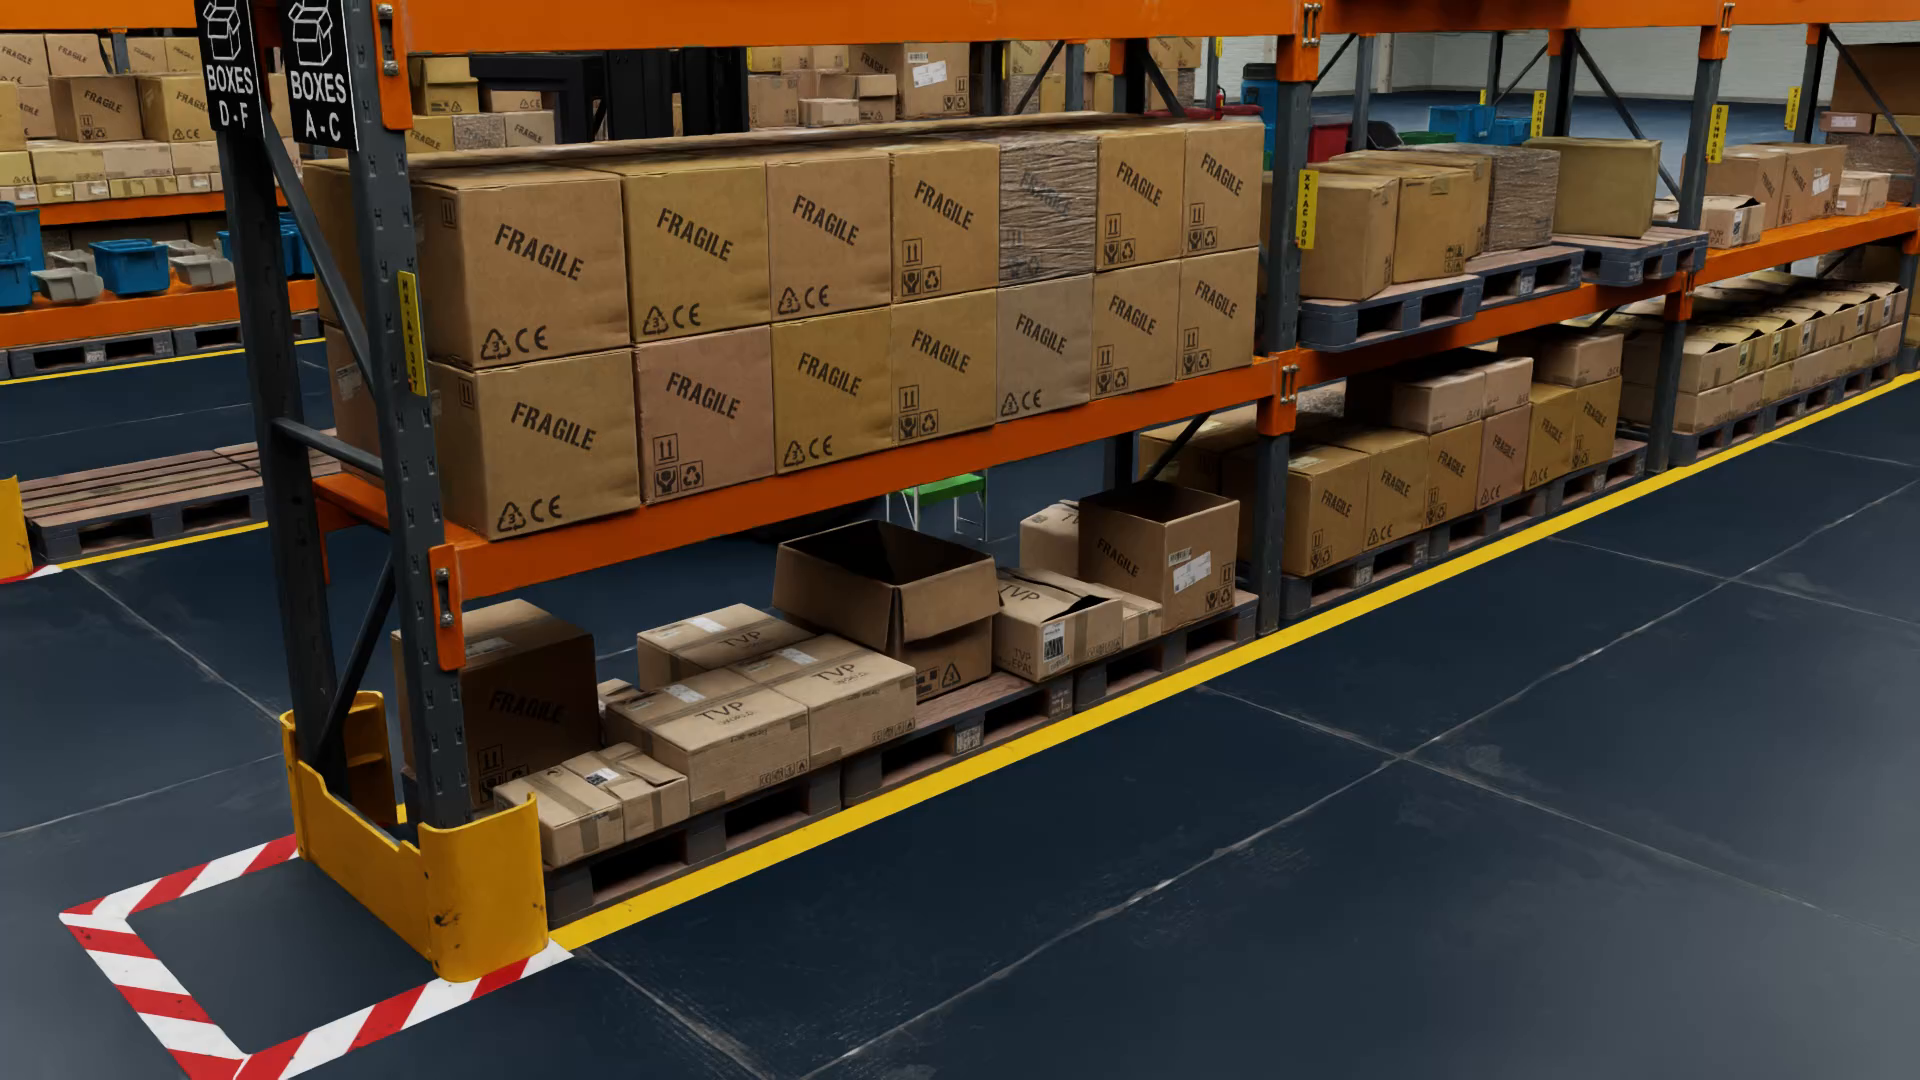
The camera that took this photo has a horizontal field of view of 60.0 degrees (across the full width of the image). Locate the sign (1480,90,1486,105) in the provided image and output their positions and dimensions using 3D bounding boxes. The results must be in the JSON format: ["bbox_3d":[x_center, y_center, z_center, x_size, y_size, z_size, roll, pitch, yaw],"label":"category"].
[{"bbox_3d":[6.026,-5.013,19.133,0.005,0.325,0.100,-16,24,-41],"label":"sign"}]

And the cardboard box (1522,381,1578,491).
[{"bbox_3d":[3.093,-0.611,9.344,0.500,0.500,0.500,17,24,42],"label":"cardboard box"}]

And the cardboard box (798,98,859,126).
[{"bbox_3d":[-1.440,-4.604,17.882,0.500,0.250,0.500,17,25,42],"label":"cardboard box"}]

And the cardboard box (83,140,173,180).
[{"bbox_3d":[-6.607,-3.023,13.207,0.500,0.250,0.500,-16,24,-40],"label":"cardboard box"}]

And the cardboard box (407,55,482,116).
[{"bbox_3d":[-4.757,-4.129,15.067,0.637,0.503,0.797,-16,24,-40],"label":"cardboard box"}]

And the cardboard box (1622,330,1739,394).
[{"bbox_3d":[4.570,-1.154,10.550,0.500,0.311,0.500,-15,23,-39],"label":"cardboard box"}]

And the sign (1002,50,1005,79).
[{"bbox_3d":[0.475,-5.446,19.042,0.005,0.325,0.100,-16,24,-41],"label":"sign"}]

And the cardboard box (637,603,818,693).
[{"bbox_3d":[-0.888,0.478,6.391,0.500,0.250,0.500,-16,24,-41],"label":"cardboard box"}]

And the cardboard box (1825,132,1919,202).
[{"bbox_3d":[7.213,-2.941,13.031,0.500,0.500,0.700,-17,25,-42],"label":"cardboard box"}]

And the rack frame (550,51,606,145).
[{"bbox_3d":[-2.319,-2.214,10.950,0.127,3.000,1.000,-16,24,-41],"label":"rack frame"}]

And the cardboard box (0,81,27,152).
[{"bbox_3d":[-7.358,-3.162,12.417,0.500,0.500,0.500,-17,25,-42],"label":"cardboard box"}]

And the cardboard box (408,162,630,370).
[{"bbox_3d":[-1.321,-0.814,4.847,0.500,0.500,0.500,-15,23,-39],"label":"cardboard box"}]

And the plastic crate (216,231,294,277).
[{"bbox_3d":[-3.863,-1.573,9.146,0.300,0.233,0.416,-16,24,-41],"label":"plastic crate"}]

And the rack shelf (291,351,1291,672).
[{"bbox_3d":[-0.372,-0.337,6.327,4.000,0.370,1.077,-16,24,-41],"label":"rack shelf"}]

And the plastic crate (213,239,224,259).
[{"bbox_3d":[-4.149,-1.672,9.610,0.250,0.136,0.298,-16,24,-41],"label":"plastic crate"}]

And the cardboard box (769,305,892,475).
[{"bbox_3d":[-0.583,-0.554,5.669,0.500,0.500,0.500,-16,24,-41],"label":"cardboard box"}]

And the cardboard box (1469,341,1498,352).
[{"bbox_3d":[3.461,-0.939,10.355,0.500,0.500,0.500,-15,23,-39],"label":"cardboard box"}]

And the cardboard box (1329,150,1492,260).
[{"bbox_3d":[2.323,-1.739,8.641,0.700,0.500,0.500,11,21,30],"label":"cardboard box"}]

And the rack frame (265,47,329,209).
[{"bbox_3d":[-5.722,-3.324,14.373,0.127,3.000,1.000,-16,24,-41],"label":"rack frame"}]

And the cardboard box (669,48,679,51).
[{"bbox_3d":[-3.972,-6.459,22.260,0.500,0.500,0.700,-17,24,-42],"label":"cardboard box"}]

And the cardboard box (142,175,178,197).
[{"bbox_3d":[-6.466,-2.848,13.313,0.250,0.149,0.380,-16,24,-40],"label":"cardboard box"}]

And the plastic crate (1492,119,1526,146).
[{"bbox_3d":[5.767,-4.377,17.861,0.408,0.251,0.499,-16,24,-41],"label":"plastic crate"}]

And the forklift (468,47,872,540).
[{"bbox_3d":[-1.988,-1.688,9.437,3.031,2.935,1.130,8,20,24],"label":"forklift"}]

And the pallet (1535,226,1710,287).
[{"bbox_3d":[3.544,-1.700,9.676,1.003,0.211,1.213,-16,24,-41],"label":"pallet"}]

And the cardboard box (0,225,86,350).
[{"bbox_3d":[-7.557,-2.012,13.090,0.875,0.875,0.875,-16,24,-41],"label":"cardboard box"}]

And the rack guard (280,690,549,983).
[{"bbox_3d":[-1.770,0.917,5.345,0.348,0.500,1.175,-16,24,-41],"label":"rack guard"}]

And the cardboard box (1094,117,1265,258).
[{"bbox_3d":[0.892,-1.461,6.845,0.500,0.500,0.500,-16,24,-41],"label":"cardboard box"}]

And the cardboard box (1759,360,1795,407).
[{"bbox_3d":[5.309,-1.106,11.309,0.500,0.250,0.500,-17,25,-42],"label":"cardboard box"}]

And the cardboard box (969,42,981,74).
[{"bbox_3d":[0.229,-5.841,19.870,0.500,0.500,0.500,-16,24,-41],"label":"cardboard box"}]

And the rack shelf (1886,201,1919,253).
[{"bbox_3d":[8.348,-2.880,14.170,4.000,0.370,1.077,-16,24,-41],"label":"rack shelf"}]

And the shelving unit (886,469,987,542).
[{"bbox_3d":[-0.120,-0.536,8.691,0.503,1.200,0.258,-16,24,-41],"label":"shelving unit"}]

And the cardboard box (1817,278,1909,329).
[{"bbox_3d":[6.797,-1.807,12.562,0.500,0.311,0.500,-16,24,-41],"label":"cardboard box"}]

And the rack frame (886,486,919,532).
[{"bbox_3d":[-0.298,-0.484,8.532,0.015,1.200,0.240,-16,24,-41],"label":"rack frame"}]

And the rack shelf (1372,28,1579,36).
[{"bbox_3d":[4.947,-5.418,17.134,4.000,0.370,1.077,-16,24,-41],"label":"rack shelf"}]

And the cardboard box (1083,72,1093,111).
[{"bbox_3d":[1.142,-5.516,20.491,0.500,0.500,0.875,-16,24,-41],"label":"cardboard box"}]

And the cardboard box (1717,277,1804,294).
[{"bbox_3d":[6.056,-1.820,12.603,0.500,0.311,0.500,-17,24,-41],"label":"cardboard box"}]

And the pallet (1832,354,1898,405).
[{"bbox_3d":[6.386,-1.307,12.674,1.213,0.211,1.003,-16,24,-41],"label":"pallet"}]

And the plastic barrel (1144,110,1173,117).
[{"bbox_3d":[1.801,-3.573,14.921,0.433,0.535,0.433,0,18,0],"label":"plastic barrel"}]

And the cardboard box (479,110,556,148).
[{"bbox_3d":[-4.115,-3.736,15.483,0.500,0.500,0.500,-16,24,-40],"label":"cardboard box"}]

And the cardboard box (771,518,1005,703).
[{"bbox_3d":[-0.280,0.274,6.609,0.637,0.503,0.797,-16,24,-41],"label":"cardboard box"}]

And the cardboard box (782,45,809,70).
[{"bbox_3d":[-2.632,-6.950,23.563,0.550,0.550,0.875,-16,24,-41],"label":"cardboard box"}]

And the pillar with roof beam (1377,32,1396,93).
[{"bbox_3d":[16.407,-17.500,48.368,0.400,9.000,9.100,-16,24,-41],"label":"pillar with roof beam"}]

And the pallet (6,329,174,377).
[{"bbox_3d":[-7.215,-1.594,13.559,1.213,0.211,1.003,-16,24,-41],"label":"pallet"}]

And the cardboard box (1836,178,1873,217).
[{"bbox_3d":[6.382,-2.507,12.071,0.258,0.266,0.396,-17,25,-42],"label":"cardboard box"}]

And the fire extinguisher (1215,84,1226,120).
[{"bbox_3d":[3.397,-5.751,21.984,0.183,0.674,0.296,-16,24,-41],"label":"fire extinguisher"}]

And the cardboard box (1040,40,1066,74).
[{"bbox_3d":[0.955,-5.828,19.832,0.500,0.500,0.500,-16,24,-41],"label":"cardboard box"}]

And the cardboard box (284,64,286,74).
[{"bbox_3d":[-9.485,-6.940,24.200,0.500,0.500,0.500,17,25,42],"label":"cardboard box"}]

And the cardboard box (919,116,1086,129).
[{"bbox_3d":[0.171,-1.480,6.903,0.500,0.500,0.500,17,25,42],"label":"cardboard box"}]
